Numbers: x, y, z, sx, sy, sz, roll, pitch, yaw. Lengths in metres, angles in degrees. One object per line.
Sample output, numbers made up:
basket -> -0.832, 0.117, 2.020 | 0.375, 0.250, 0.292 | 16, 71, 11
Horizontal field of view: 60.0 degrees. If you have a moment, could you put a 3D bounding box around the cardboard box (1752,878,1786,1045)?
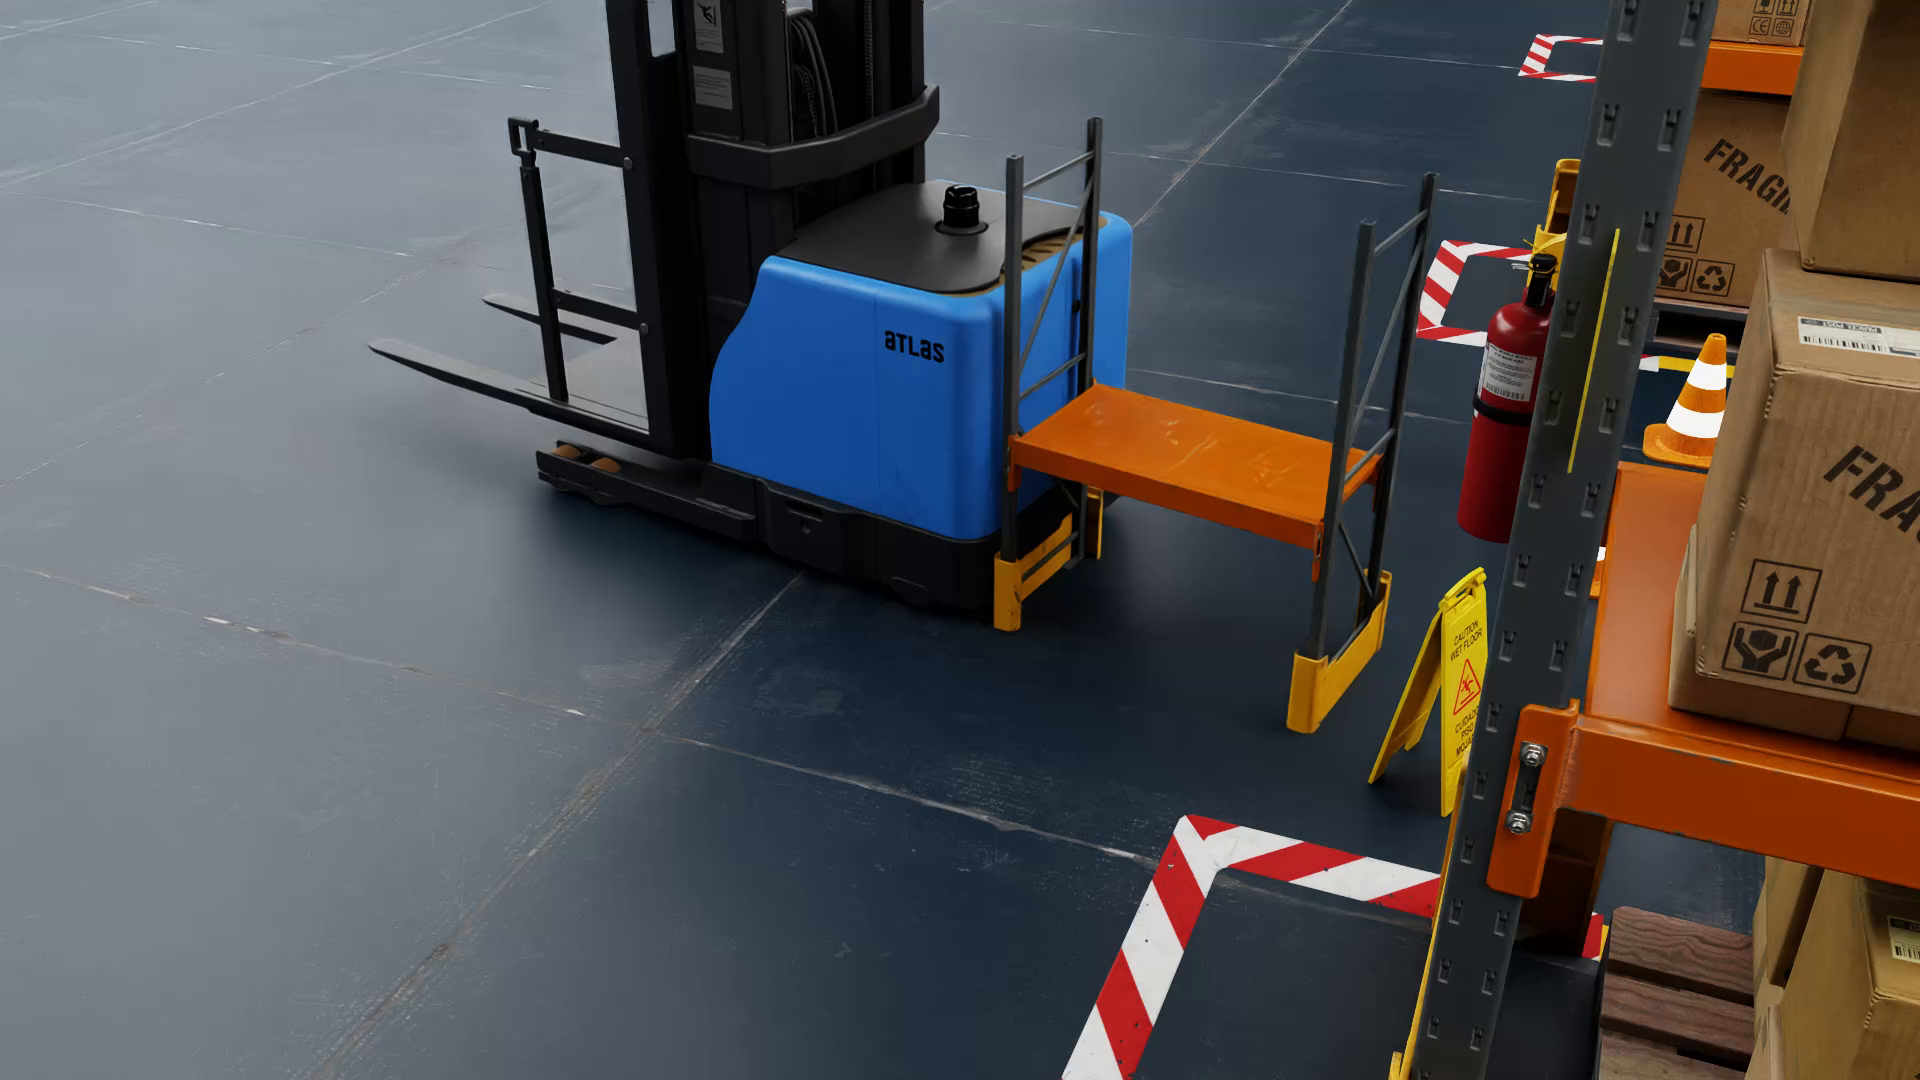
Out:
cardboard box -> 1.942, 0.919, 3.443 | 0.500, 0.250, 0.500 | 11, 31, 19

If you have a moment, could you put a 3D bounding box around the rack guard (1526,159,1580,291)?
rack guard -> 2.815, -1.318, 7.574 | 0.348, 0.500, 1.175 | 11, 31, 19

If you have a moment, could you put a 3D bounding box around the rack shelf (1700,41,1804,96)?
rack shelf -> 4.690, -1.719, 6.473 | 4.000, 0.370, 1.077 | 11, 31, 19

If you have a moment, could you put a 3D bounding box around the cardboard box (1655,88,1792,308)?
cardboard box -> 3.490, -1.564, 7.202 | 0.875, 0.875, 0.875 | 11, 31, 19

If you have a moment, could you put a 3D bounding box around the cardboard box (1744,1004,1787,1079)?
cardboard box -> 1.713, 1.163, 3.011 | 0.500, 0.250, 0.500 | 11, 31, 19

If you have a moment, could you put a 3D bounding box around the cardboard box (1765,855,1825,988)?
cardboard box -> 1.910, 0.591, 3.262 | 0.500, 0.500, 0.500 | 11, 31, 19

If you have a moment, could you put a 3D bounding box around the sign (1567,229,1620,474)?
sign -> 0.866, -0.256, 2.274 | 0.005, 0.325, 0.100 | 11, 31, 19

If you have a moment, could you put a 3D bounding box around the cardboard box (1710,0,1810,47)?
cardboard box -> 3.198, -2.419, 6.829 | 0.550, 0.550, 0.875 | 11, 31, 19

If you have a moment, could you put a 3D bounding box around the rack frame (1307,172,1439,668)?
rack frame -> 1.128, -0.223, 4.620 | 0.032, 1.500, 0.500 | 18, 34, 28

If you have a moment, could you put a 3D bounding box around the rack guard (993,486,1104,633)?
rack guard -> 0.291, 0.054, 5.400 | 0.087, 0.250, 0.587 | 18, 34, 28

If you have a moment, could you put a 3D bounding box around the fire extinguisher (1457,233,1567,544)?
fire extinguisher -> 1.137, -0.324, 3.353 | 0.183, 0.674, 0.296 | 11, 31, 19

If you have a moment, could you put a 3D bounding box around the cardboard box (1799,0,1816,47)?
cardboard box -> 3.716, -2.327, 6.667 | 0.550, 0.550, 0.875 | 11, 31, 19

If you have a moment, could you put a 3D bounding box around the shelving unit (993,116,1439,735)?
shelving unit -> 0.709, -0.357, 4.857 | 1.083, 1.500, 0.587 | 18, 34, 28

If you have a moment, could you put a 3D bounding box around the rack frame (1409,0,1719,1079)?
rack frame -> 1.070, -0.126, 2.925 | 0.127, 3.000, 1.000 | 11, 31, 19

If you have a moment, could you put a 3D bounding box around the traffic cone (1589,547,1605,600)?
traffic cone -> 2.055, -0.099, 5.455 | 0.334, 0.463, 0.336 | 11, 31, 19

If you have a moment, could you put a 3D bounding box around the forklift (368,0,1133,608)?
forklift -> -0.933, -1.599, 5.601 | 3.031, 2.935, 1.130 | 18, 34, 28

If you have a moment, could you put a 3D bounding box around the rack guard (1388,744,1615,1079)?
rack guard -> 1.140, 0.976, 3.515 | 0.348, 0.500, 1.175 | 11, 31, 19

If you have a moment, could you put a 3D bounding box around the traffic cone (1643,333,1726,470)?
traffic cone -> 2.795, -0.552, 6.256 | 0.334, 0.463, 0.336 | 11, 31, 19

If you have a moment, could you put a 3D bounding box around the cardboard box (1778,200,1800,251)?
cardboard box -> 1.676, -0.324, 2.871 | 0.500, 0.500, 0.500 | 11, 31, 18

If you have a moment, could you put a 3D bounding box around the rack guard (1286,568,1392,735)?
rack guard -> 1.127, 0.321, 4.928 | 0.087, 0.250, 0.587 | 18, 34, 28

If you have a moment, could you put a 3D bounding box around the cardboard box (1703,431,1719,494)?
cardboard box -> 1.497, -0.045, 3.037 | 0.250, 0.149, 0.380 | 12, 32, 21

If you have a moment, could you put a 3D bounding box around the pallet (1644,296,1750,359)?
pallet -> 3.607, -1.076, 7.438 | 1.213, 0.211, 1.003 | 11, 31, 19

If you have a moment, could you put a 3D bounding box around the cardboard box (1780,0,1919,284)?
cardboard box -> 1.625, -0.739, 2.590 | 0.500, 0.500, 0.700 | 11, 31, 18

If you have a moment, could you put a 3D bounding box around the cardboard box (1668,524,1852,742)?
cardboard box -> 1.307, 0.141, 2.708 | 0.250, 0.149, 0.380 | 11, 31, 19

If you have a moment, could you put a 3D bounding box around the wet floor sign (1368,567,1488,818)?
wet floor sign -> 1.296, 0.376, 4.429 | 0.232, 0.644, 0.267 | 24, 37, 36

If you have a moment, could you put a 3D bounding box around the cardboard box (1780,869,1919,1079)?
cardboard box -> 1.735, 0.841, 2.819 | 0.500, 0.500, 0.500 | 10, 31, 17

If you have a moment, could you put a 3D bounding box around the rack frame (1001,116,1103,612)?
rack frame -> 0.275, -0.495, 5.102 | 0.032, 1.500, 0.500 | 18, 34, 28

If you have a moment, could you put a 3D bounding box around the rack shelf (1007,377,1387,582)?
rack shelf -> 0.702, -0.202, 4.949 | 1.000, 0.185, 0.538 | 18, 34, 28

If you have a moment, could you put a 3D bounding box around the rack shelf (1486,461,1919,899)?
rack shelf -> 2.923, 0.557, 2.447 | 4.000, 0.370, 1.077 | 11, 31, 19

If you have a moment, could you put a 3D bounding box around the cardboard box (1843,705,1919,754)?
cardboard box -> 1.546, 0.181, 2.637 | 0.250, 0.149, 0.380 | 12, 32, 20

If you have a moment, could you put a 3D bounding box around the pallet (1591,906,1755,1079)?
pallet -> 1.880, 1.268, 3.292 | 1.213, 0.211, 1.003 | 11, 31, 19

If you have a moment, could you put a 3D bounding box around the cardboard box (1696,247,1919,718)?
cardboard box -> 1.404, -0.085, 2.448 | 0.500, 0.500, 0.500 | 11, 31, 18
